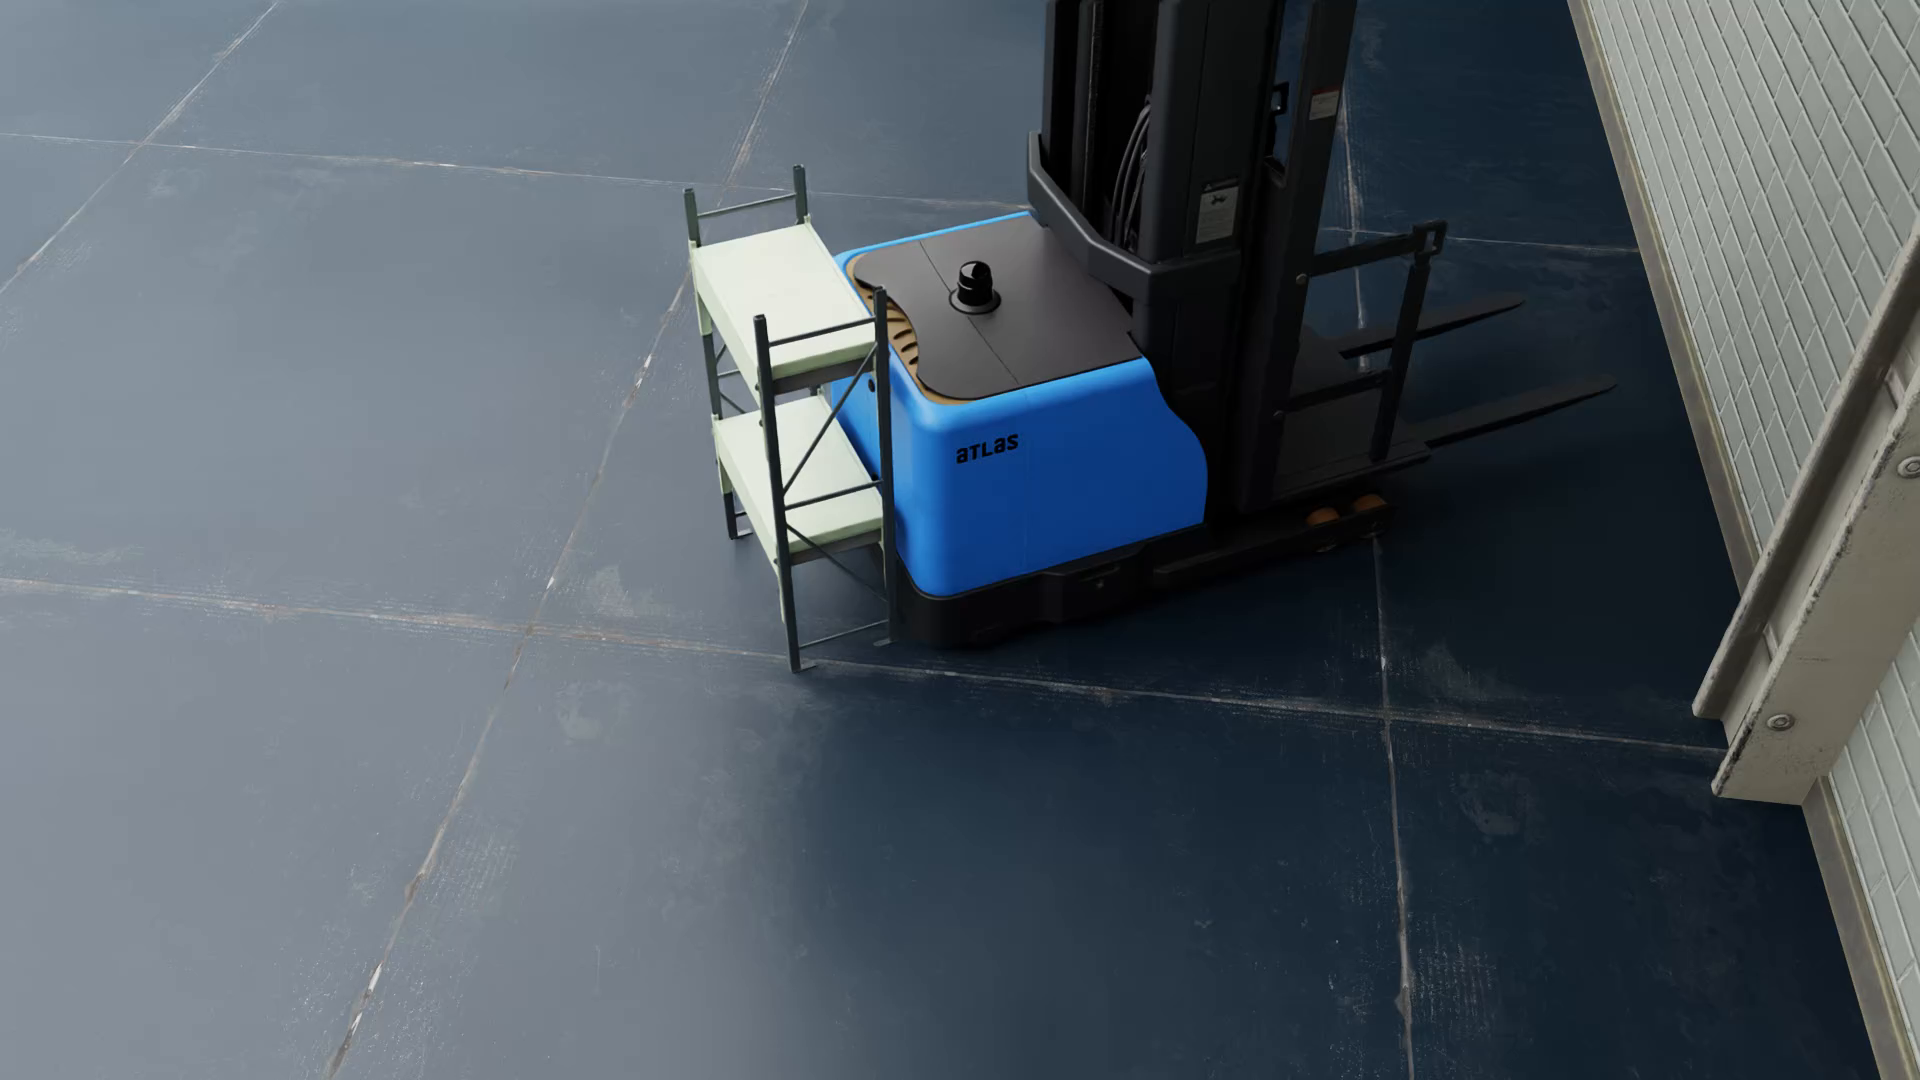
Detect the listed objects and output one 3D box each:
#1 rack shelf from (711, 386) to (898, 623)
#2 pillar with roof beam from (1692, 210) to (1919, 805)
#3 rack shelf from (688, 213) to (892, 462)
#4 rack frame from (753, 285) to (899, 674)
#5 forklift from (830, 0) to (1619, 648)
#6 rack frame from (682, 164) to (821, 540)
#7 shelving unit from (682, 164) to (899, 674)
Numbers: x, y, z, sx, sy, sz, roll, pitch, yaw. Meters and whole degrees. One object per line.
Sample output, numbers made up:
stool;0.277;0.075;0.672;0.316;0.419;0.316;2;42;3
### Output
rack shelf;-0.545;-0.136;5.777;0.431;0.370;0.720;-16;46;-16
pillar with roof beam;-1.650;-2.952;2.823;9.100;9.000;0.400;5;44;6
rack shelf;-0.545;-0.656;5.284;0.431;0.370;0.720;-16;46;-16
rack frame;-0.403;-0.140;5.307;0.400;1.500;0.023;-16;46;-16
forklift;1.083;-1.343;5.536;3.031;2.935;1.130;-16;46;-16
rack frame;-0.687;-0.604;5.797;0.400;1.500;0.023;-16;46;-16
shelving unit;-0.545;-0.372;5.552;0.431;1.500;0.755;-16;46;-16
